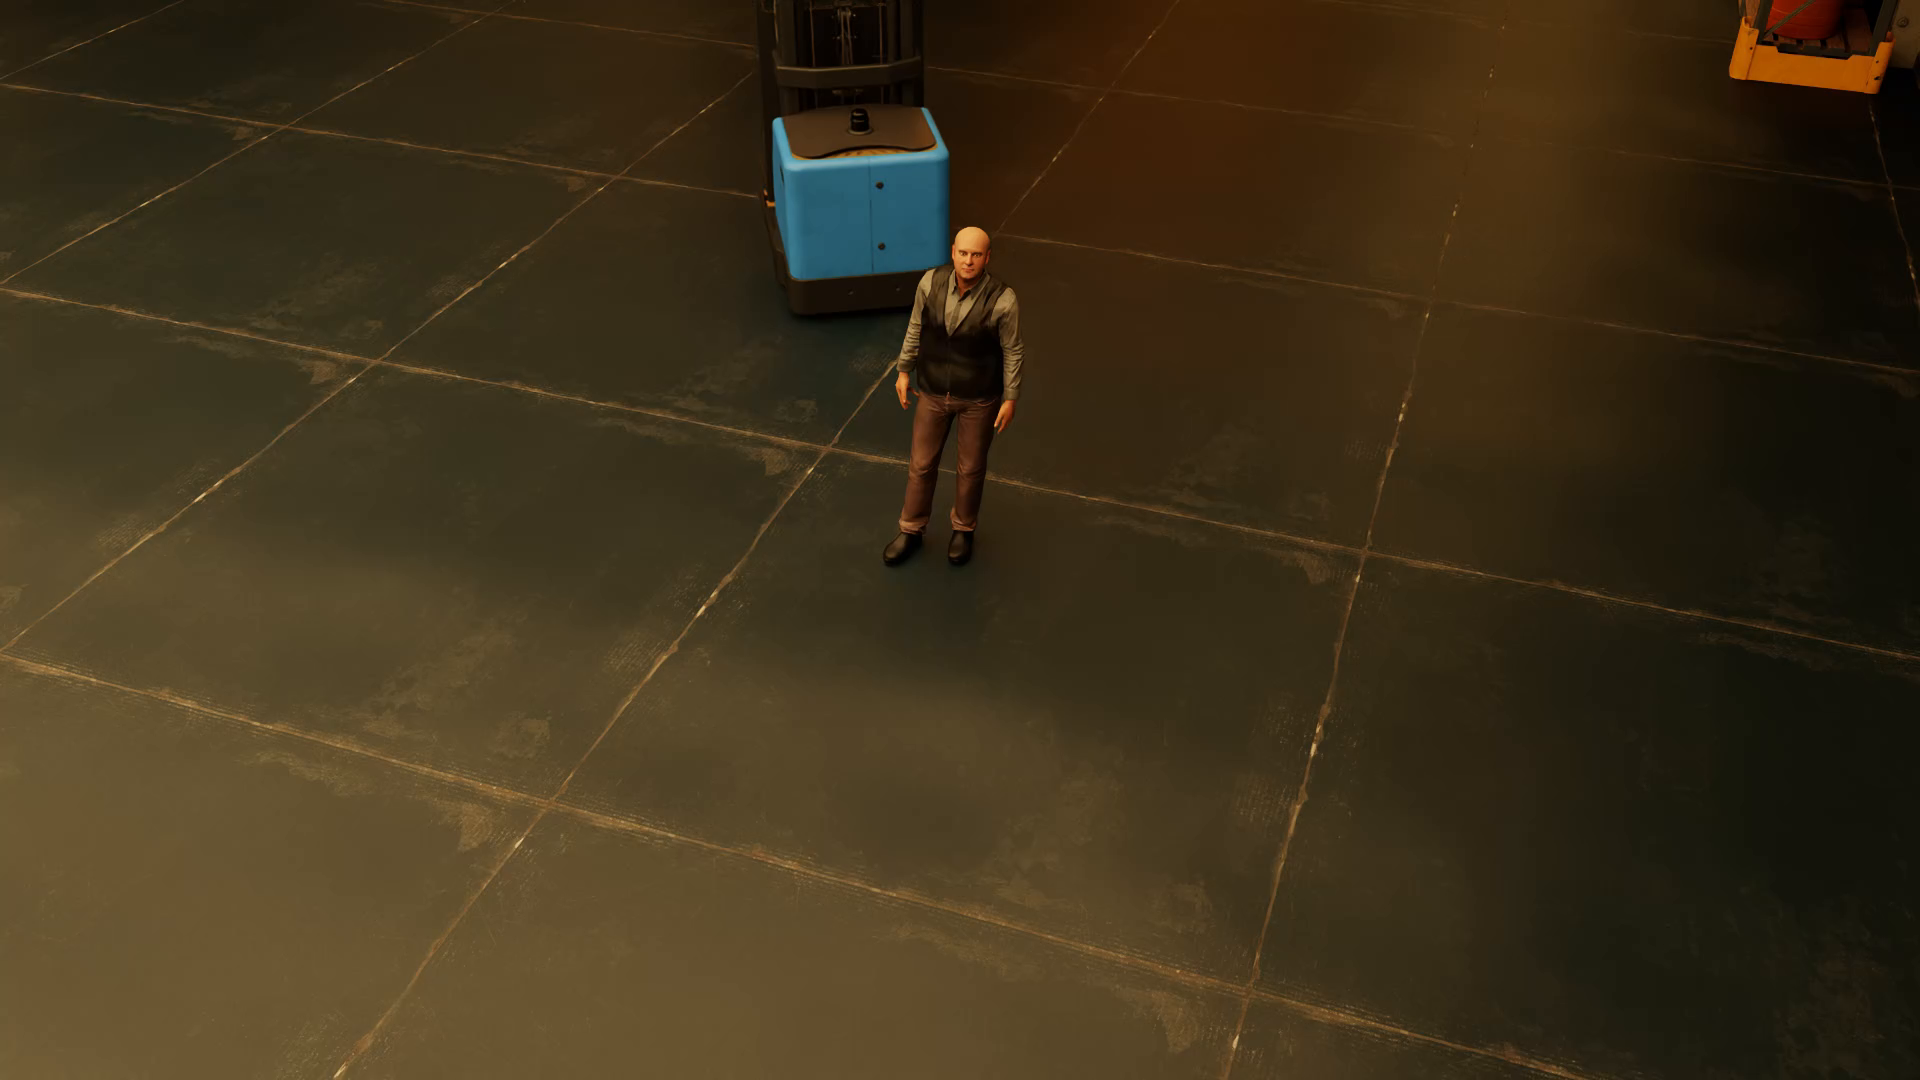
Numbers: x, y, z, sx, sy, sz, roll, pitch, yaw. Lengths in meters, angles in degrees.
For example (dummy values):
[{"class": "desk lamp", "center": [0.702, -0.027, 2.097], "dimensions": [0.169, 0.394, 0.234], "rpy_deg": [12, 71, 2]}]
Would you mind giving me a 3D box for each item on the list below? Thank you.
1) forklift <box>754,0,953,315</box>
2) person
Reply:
[{"class": "forklift", "center": [-0.829, -3.469, 11.004], "dimensions": [1.130, 2.935, 3.031], "rpy_deg": [-6, 36, -9]}, {"class": "person", "center": [-0.028, -0.675, 8.096], "dimensions": [0.634, 1.722, 0.566], "rpy_deg": [12, 37, 16]}]
